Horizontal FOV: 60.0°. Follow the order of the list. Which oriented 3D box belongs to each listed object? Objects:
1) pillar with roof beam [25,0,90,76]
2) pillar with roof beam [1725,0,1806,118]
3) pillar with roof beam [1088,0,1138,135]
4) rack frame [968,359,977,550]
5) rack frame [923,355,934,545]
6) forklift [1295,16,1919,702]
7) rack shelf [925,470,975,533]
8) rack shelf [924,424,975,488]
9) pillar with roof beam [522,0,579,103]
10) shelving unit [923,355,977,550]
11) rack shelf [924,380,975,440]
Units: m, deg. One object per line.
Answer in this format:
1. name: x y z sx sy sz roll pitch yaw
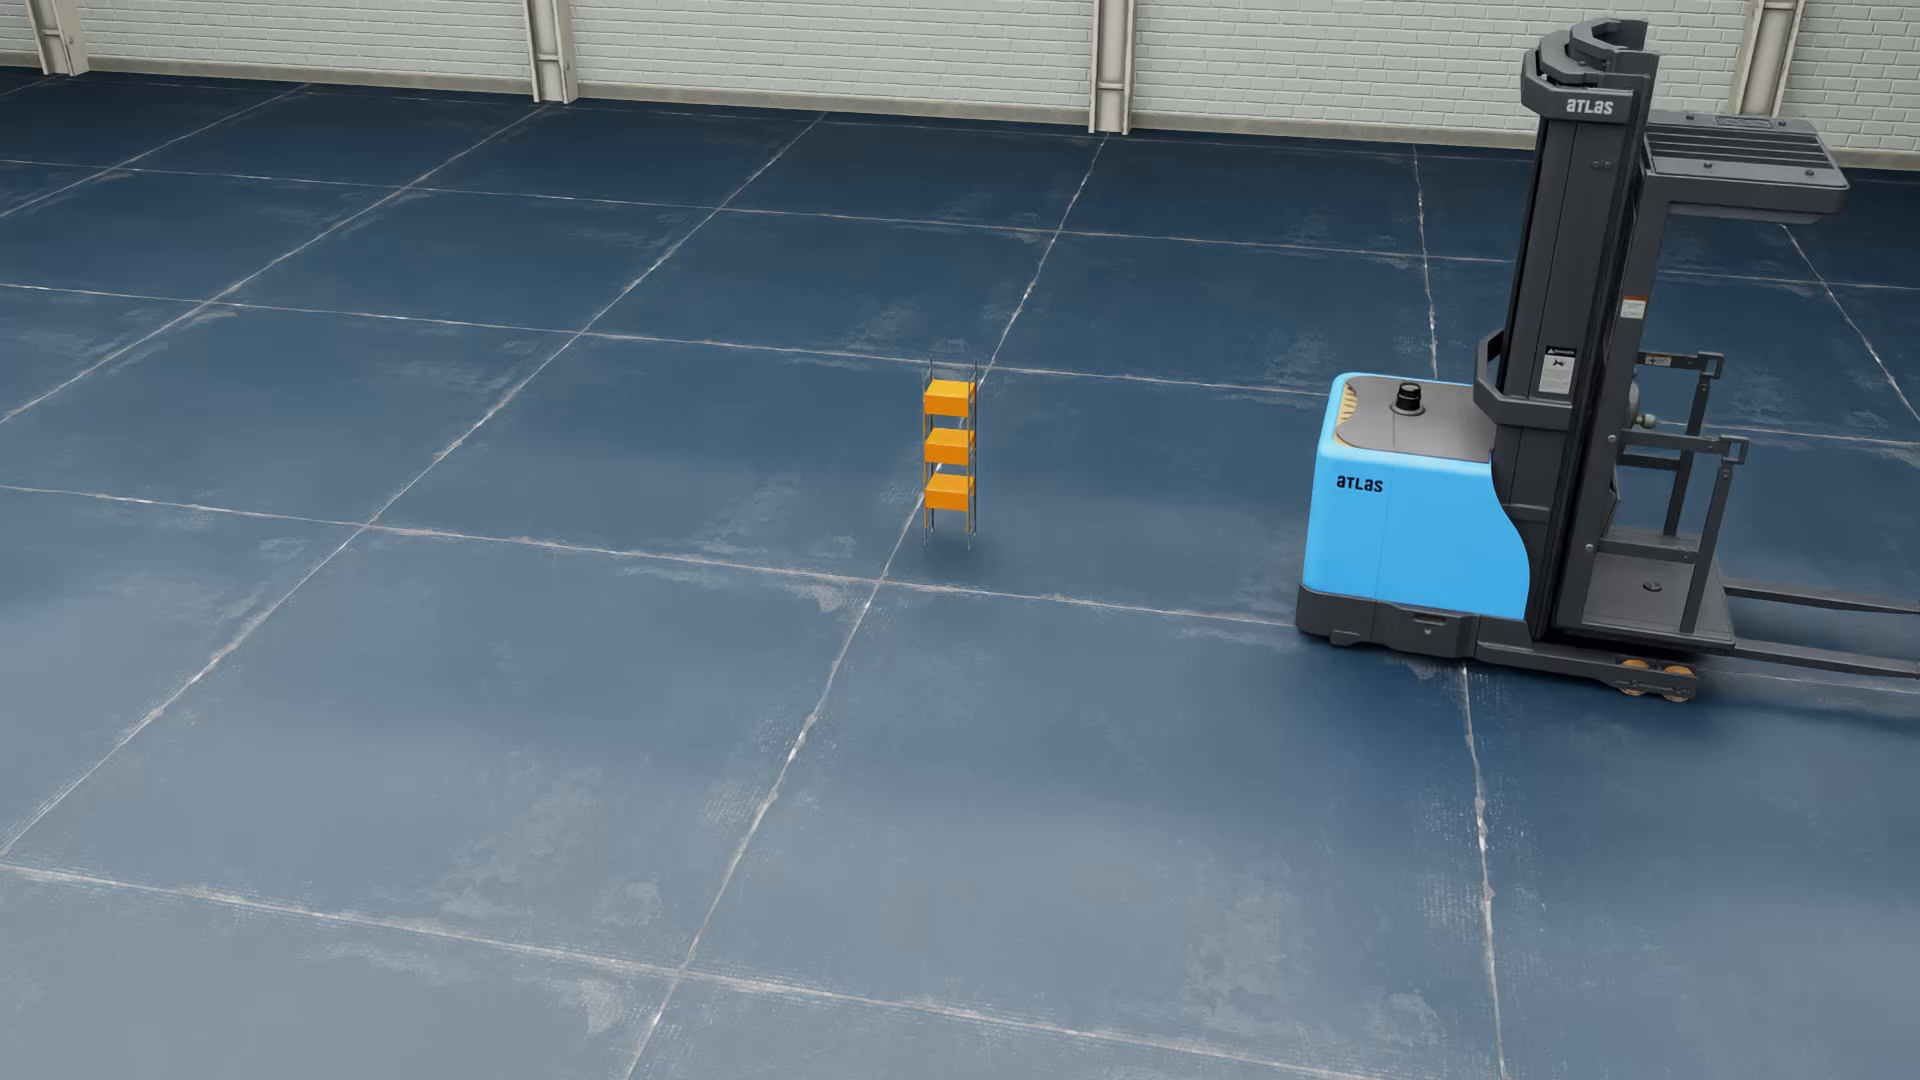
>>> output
1. pillar with roof beam: -11.115 -7.285 13.185 0.400 9.000 9.100 6 29 11
2. pillar with roof beam: 6.488 -5.480 9.888 0.400 9.000 9.100 6 29 11
3. pillar with roof beam: 0.620 -6.081 10.987 0.400 9.000 9.100 6 29 11
4. rack frame: 0.067 -0.454 8.985 0.008 1.050 0.200 6 29 11
5. rack frame: -0.172 -0.478 9.030 0.008 1.050 0.200 6 29 11
6. forklift: 3.257 -0.807 7.673 3.031 2.935 1.130 8 30 14
7. rack shelf: -0.052 -0.213 9.146 0.240 0.259 0.215 6 29 11
8. rack shelf: -0.052 -0.457 9.013 0.240 0.259 0.215 6 29 11
9. pillar with roof beam: -5.248 -6.683 12.086 0.400 9.000 9.100 6 29 11
10. shelving unit: -0.052 -0.466 9.008 0.252 1.050 0.215 6 29 11
11. rack shelf: -0.052 -0.705 8.877 0.240 0.259 0.215 6 29 11
